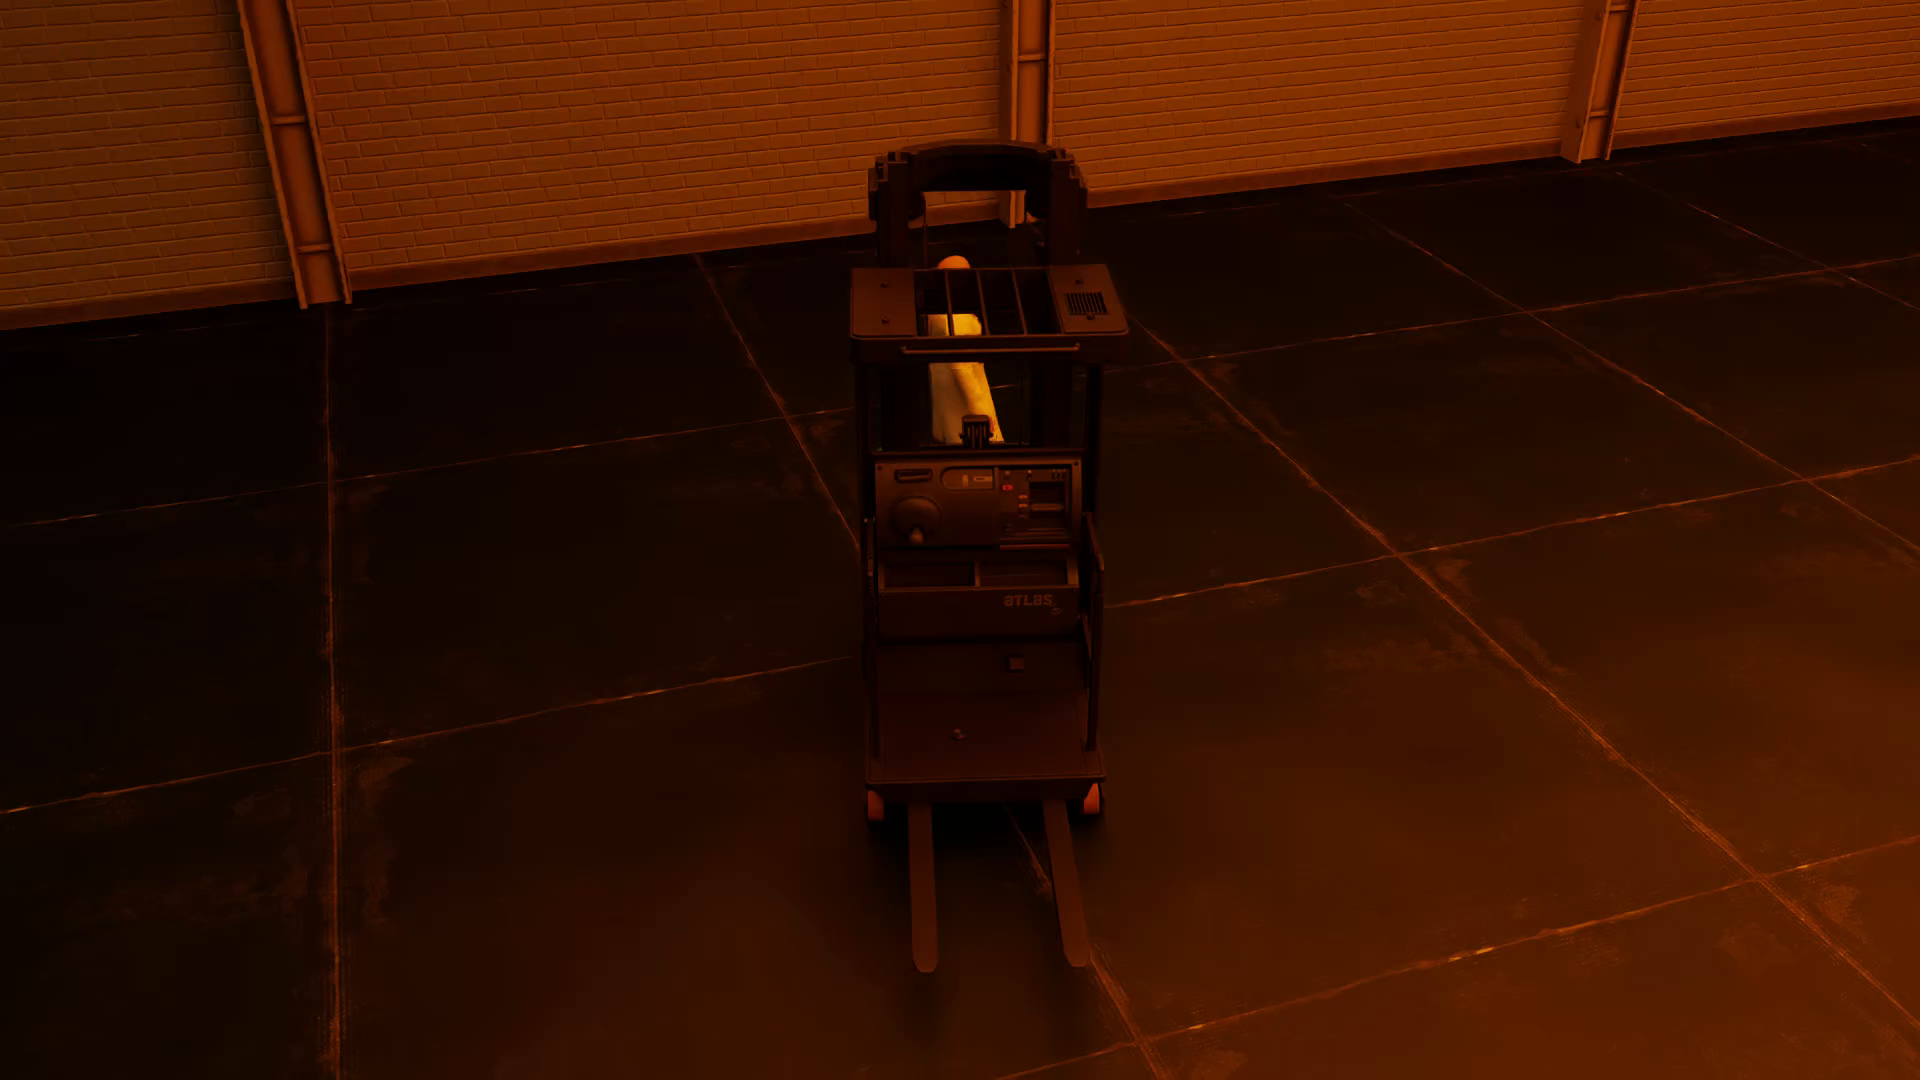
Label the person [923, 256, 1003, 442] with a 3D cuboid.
[{"bbox_3d":[0.101,-0.800,9.632,0.543,1.778,0.718,-10,31,-17],"label":"person"}]

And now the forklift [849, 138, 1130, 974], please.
[{"bbox_3d":[0.096,-0.123,7.302,1.130,2.935,3.031,-1,30,-2],"label":"forklift"}]
